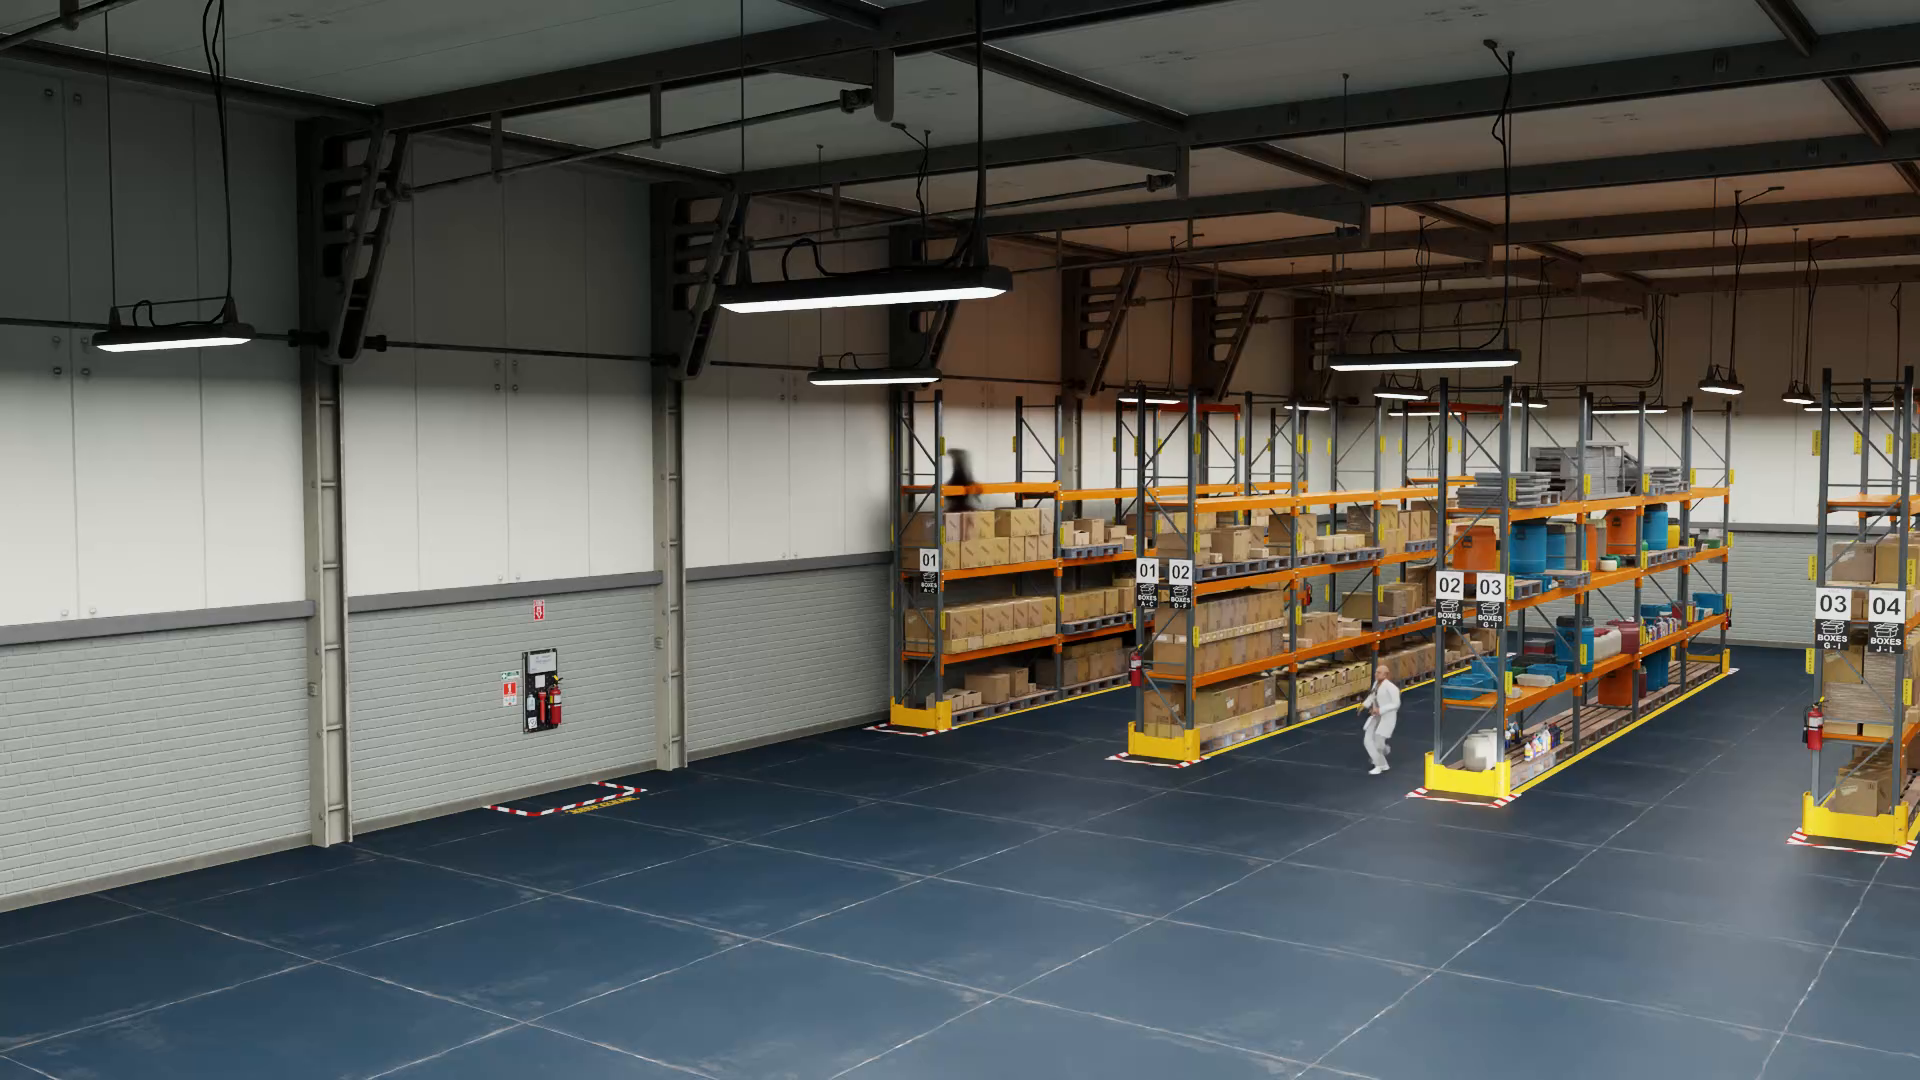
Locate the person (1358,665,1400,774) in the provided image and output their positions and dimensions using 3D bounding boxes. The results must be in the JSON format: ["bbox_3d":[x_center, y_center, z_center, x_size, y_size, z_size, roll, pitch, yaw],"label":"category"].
[{"bbox_3d":[6.496,2.750,25.516,0.650,1.704,0.808,-2,4,-38],"label":"person"}]

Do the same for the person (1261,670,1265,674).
[{"bbox_3d":[6.795,2.151,36.790,0.613,1.625,1.009,1,4,24],"label":"person"}]
